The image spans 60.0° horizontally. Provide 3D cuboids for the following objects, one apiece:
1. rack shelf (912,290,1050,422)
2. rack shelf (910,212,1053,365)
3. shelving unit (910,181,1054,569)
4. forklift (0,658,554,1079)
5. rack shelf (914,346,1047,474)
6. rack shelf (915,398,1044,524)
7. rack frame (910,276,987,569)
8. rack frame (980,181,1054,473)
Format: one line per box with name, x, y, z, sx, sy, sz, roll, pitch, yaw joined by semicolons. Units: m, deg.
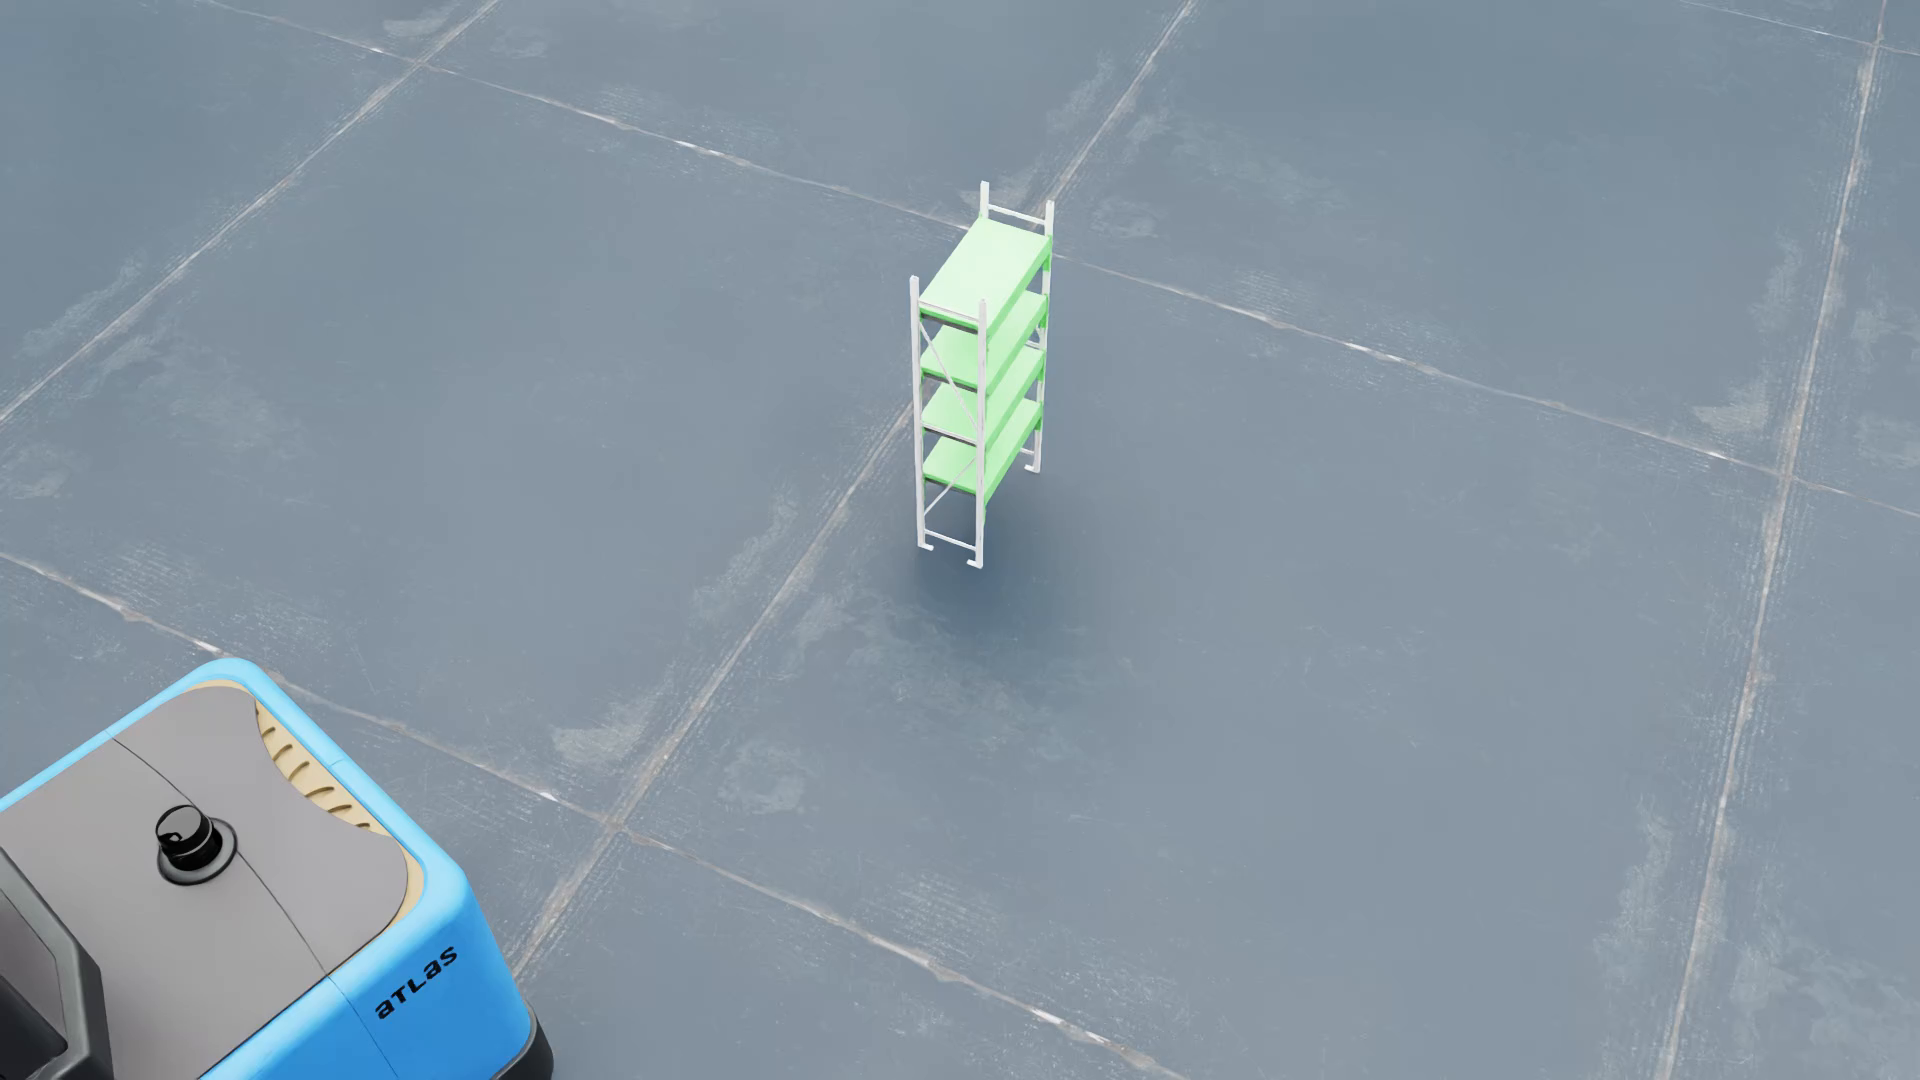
rack shelf;0.071;-0.617;5.256;0.258;0.148;0.480;20;52;16
rack shelf;0.071;-0.772;5.073;0.258;0.148;0.480;20;52;16
shelving unit;0.071;-0.503;5.390;0.258;1.200;0.503;20;52;16
forklift;-2.454;1.088;2.900;1.130;2.935;3.031;35;58;26
rack shelf;0.071;-0.461;5.439;0.258;0.148;0.480;20;52;16
rack shelf;0.071;-0.306;5.621;0.258;0.148;0.480;20;52;16
rack frame;-0.034;-0.335;5.247;0.240;1.200;0.015;20;52;16
rack frame;0.175;-0.671;5.533;0.240;1.200;0.015;20;52;16
